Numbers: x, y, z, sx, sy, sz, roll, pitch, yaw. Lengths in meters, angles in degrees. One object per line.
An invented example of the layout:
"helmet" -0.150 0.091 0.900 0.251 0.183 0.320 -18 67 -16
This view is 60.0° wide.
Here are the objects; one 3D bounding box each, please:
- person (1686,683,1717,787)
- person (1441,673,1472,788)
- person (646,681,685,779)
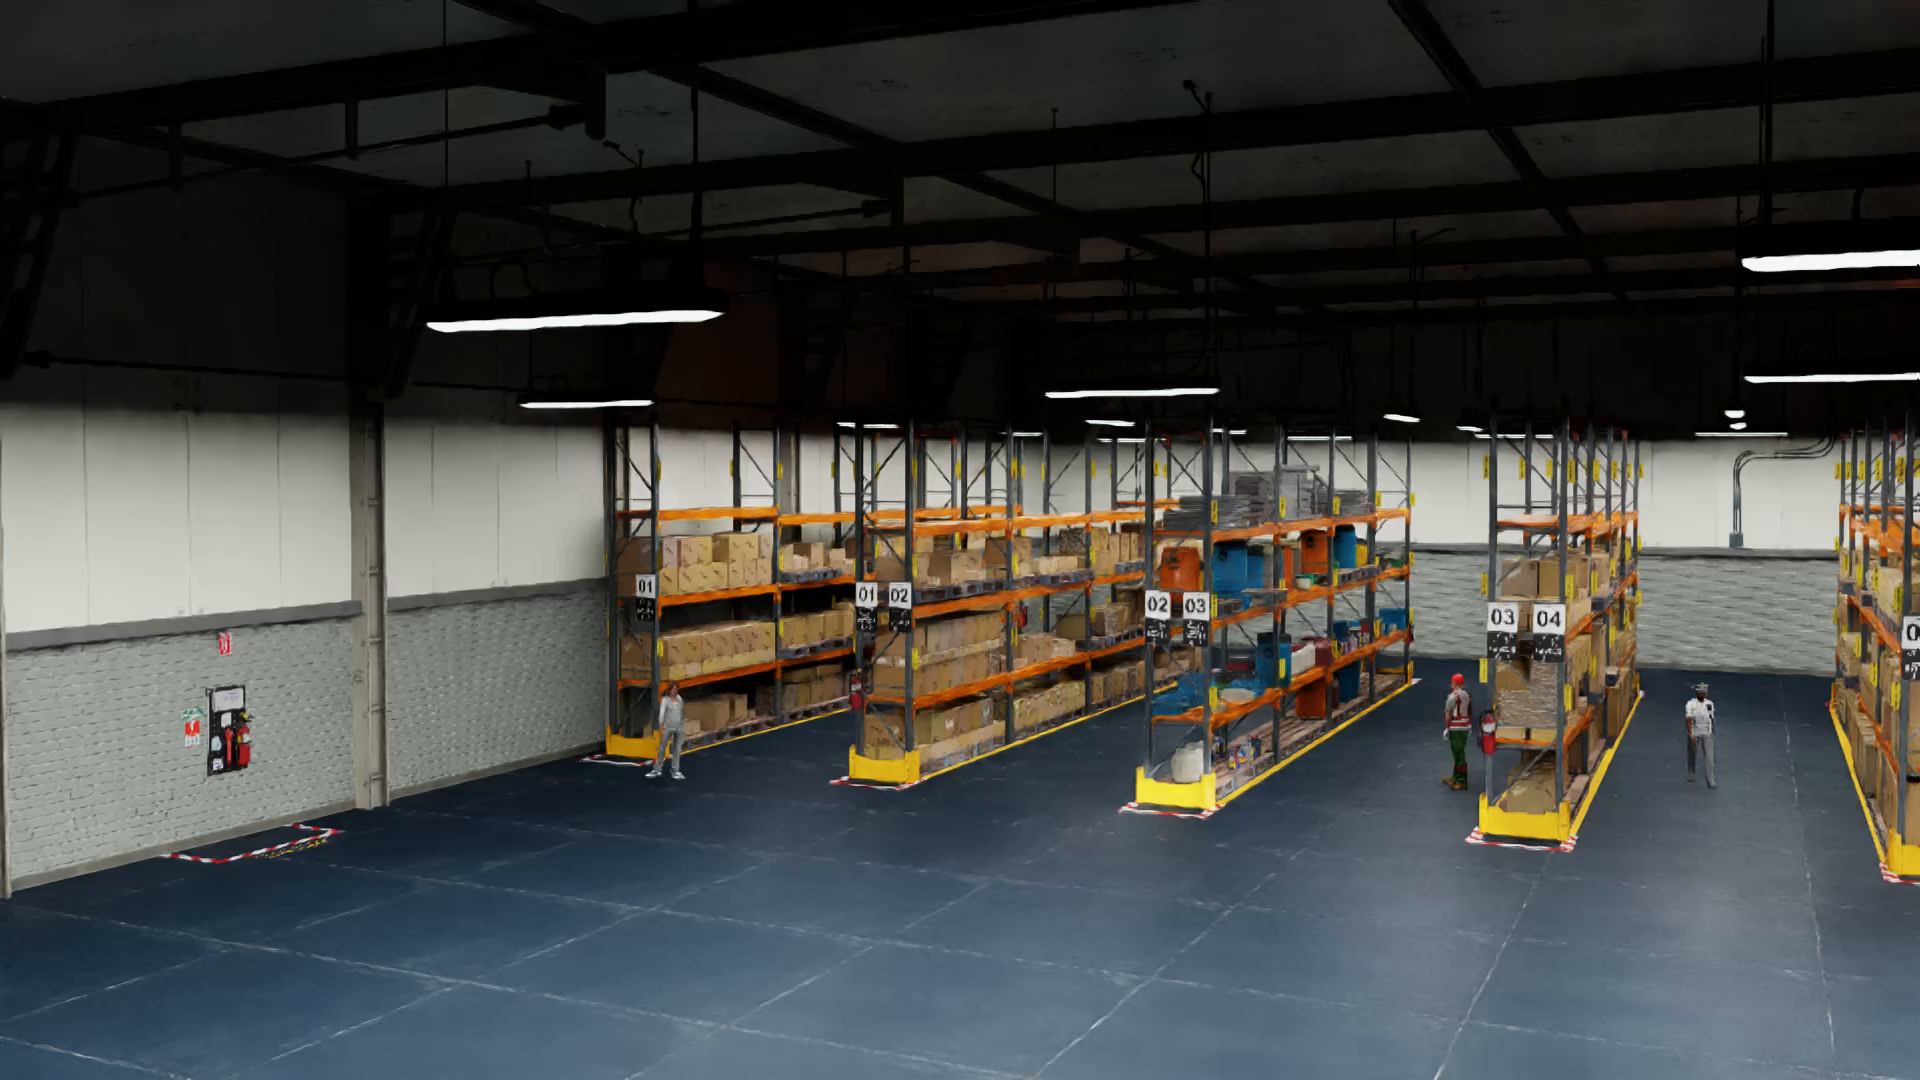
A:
"person" 11.735 3.064 26.370 0.448 1.623 0.997 1 3 17
"person" 7.838 2.990 26.270 0.664 1.785 0.581 -2 3 -45
"person" -4.775 3.077 26.959 0.588 1.591 0.439 -1 3 -25
